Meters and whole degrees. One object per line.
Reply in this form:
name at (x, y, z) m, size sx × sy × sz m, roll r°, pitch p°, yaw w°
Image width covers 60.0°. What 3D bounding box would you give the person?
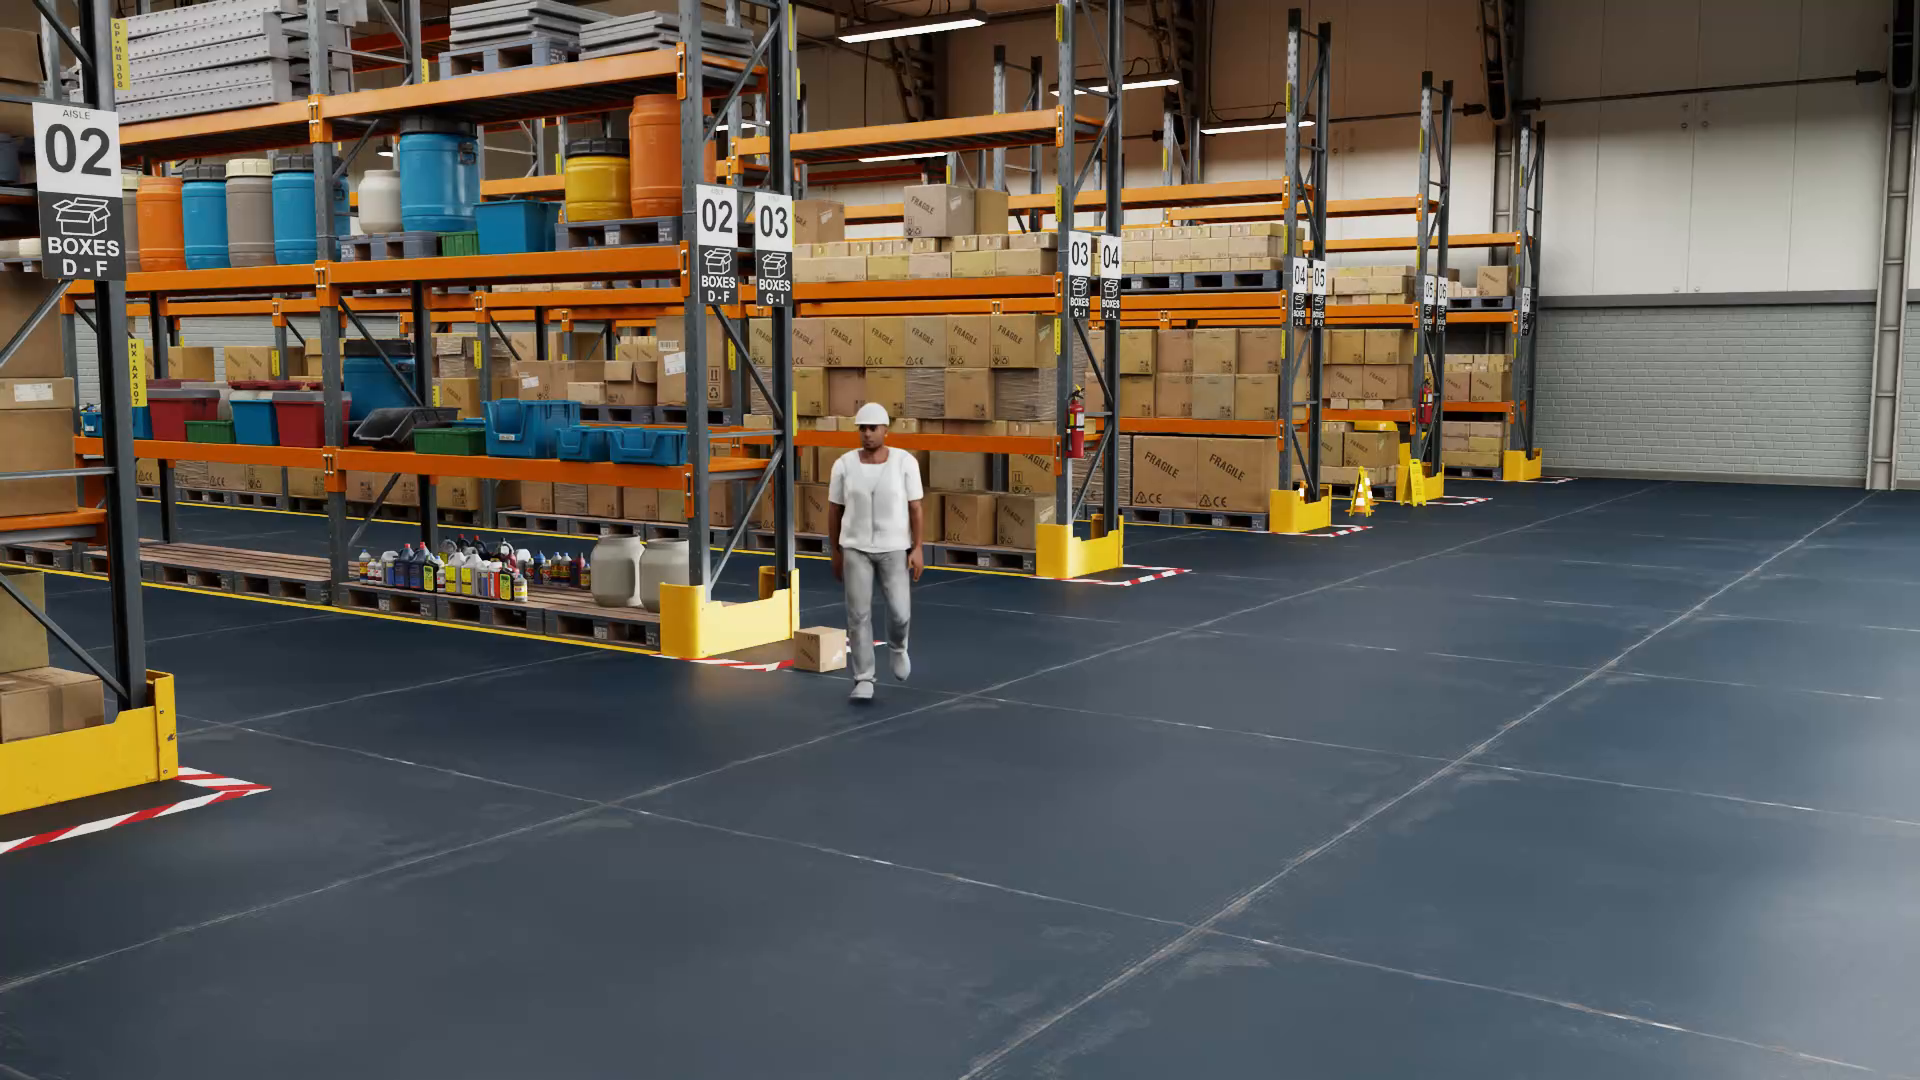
person at (-0.502, 0.055, 9.977) m, size 0.579 × 1.753 × 0.614 m, roll 0°, pitch 6°, yaw 2°
